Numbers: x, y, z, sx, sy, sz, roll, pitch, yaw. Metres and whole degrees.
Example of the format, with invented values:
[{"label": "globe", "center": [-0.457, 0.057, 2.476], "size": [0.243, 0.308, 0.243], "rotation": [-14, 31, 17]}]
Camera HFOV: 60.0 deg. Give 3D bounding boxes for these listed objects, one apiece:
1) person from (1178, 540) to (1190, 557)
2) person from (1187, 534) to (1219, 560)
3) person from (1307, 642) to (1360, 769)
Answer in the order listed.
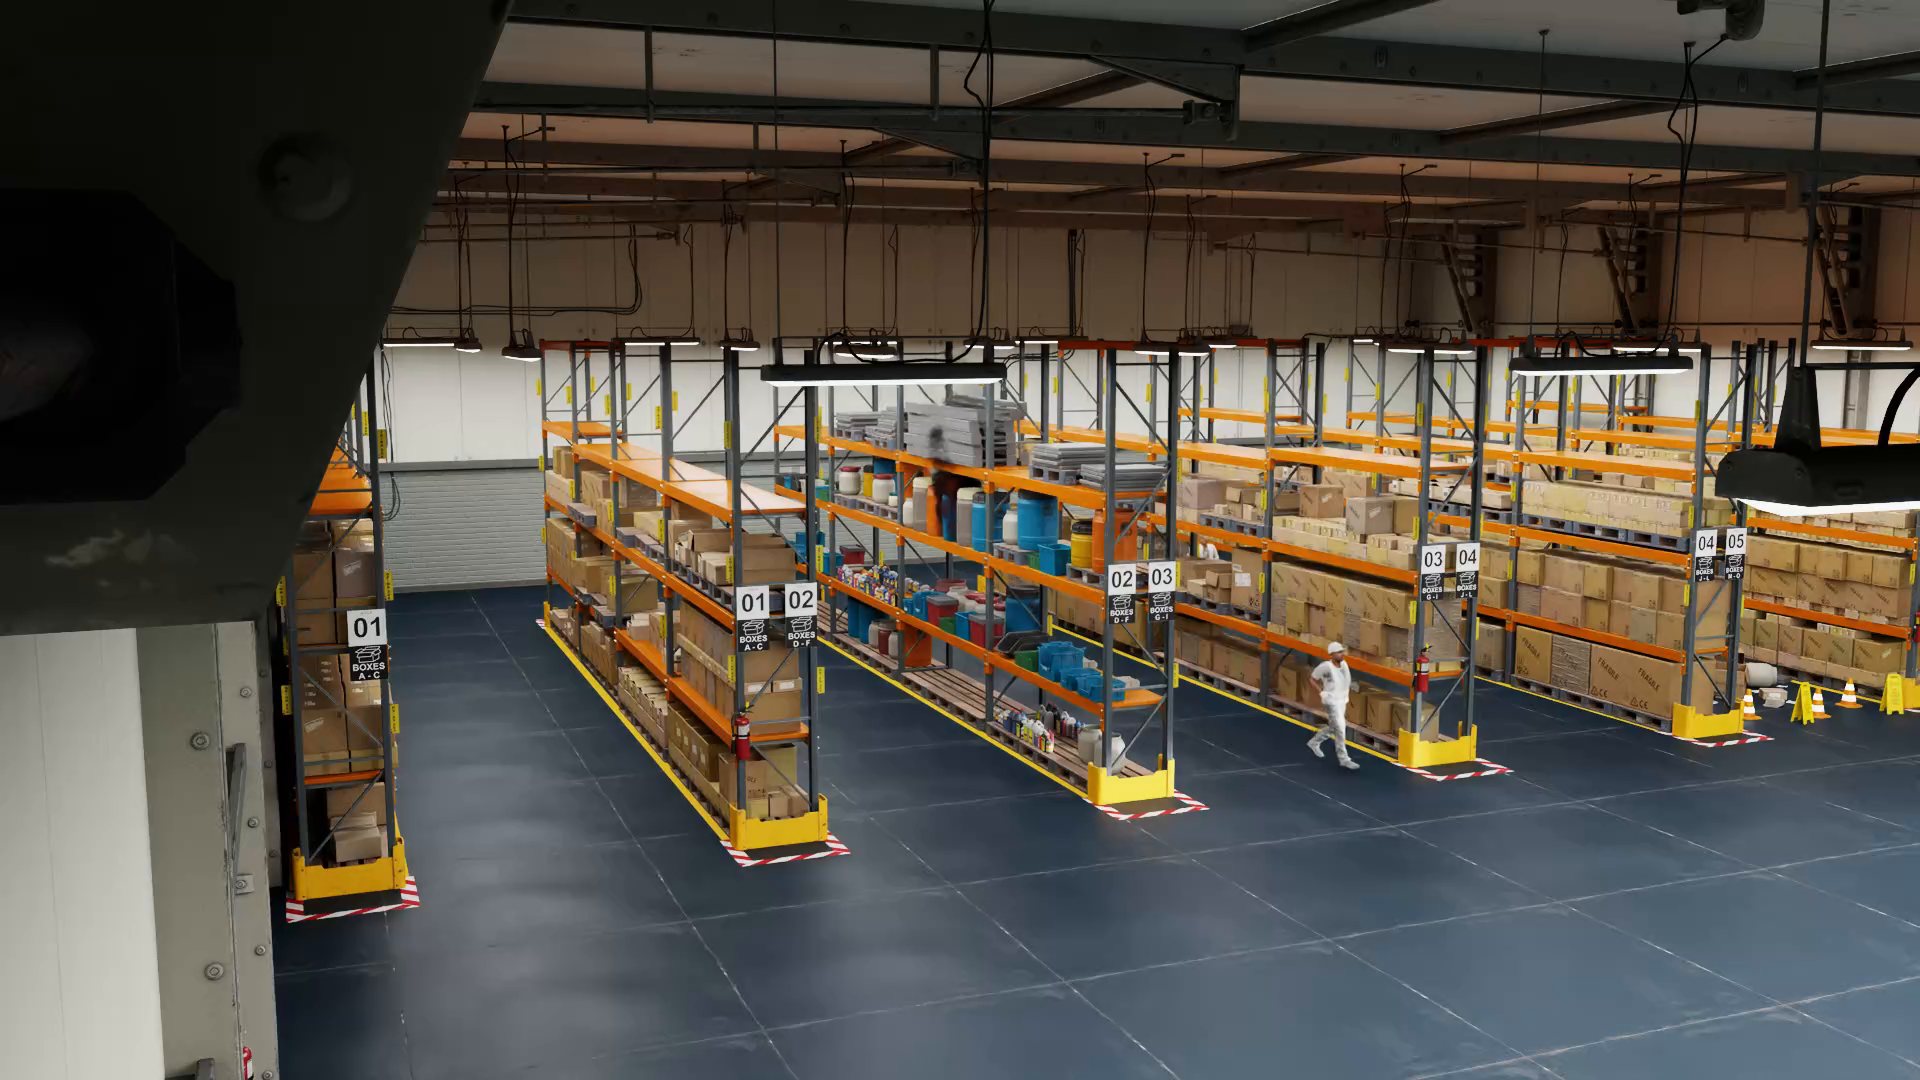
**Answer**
[{"label": "person", "center": [5.682, 0.093, 41.484], "size": [0.809, 1.693, 0.666], "rotation": [-4, 8, -26]}, {"label": "person", "center": [5.354, 0.723, 36.526], "size": [0.704, 1.773, 0.843], "rotation": [-2, 8, -14]}, {"label": "person", "center": [5.361, 2.331, 23.774], "size": [0.890, 1.770, 0.689], "rotation": [7, 10, 44]}]
